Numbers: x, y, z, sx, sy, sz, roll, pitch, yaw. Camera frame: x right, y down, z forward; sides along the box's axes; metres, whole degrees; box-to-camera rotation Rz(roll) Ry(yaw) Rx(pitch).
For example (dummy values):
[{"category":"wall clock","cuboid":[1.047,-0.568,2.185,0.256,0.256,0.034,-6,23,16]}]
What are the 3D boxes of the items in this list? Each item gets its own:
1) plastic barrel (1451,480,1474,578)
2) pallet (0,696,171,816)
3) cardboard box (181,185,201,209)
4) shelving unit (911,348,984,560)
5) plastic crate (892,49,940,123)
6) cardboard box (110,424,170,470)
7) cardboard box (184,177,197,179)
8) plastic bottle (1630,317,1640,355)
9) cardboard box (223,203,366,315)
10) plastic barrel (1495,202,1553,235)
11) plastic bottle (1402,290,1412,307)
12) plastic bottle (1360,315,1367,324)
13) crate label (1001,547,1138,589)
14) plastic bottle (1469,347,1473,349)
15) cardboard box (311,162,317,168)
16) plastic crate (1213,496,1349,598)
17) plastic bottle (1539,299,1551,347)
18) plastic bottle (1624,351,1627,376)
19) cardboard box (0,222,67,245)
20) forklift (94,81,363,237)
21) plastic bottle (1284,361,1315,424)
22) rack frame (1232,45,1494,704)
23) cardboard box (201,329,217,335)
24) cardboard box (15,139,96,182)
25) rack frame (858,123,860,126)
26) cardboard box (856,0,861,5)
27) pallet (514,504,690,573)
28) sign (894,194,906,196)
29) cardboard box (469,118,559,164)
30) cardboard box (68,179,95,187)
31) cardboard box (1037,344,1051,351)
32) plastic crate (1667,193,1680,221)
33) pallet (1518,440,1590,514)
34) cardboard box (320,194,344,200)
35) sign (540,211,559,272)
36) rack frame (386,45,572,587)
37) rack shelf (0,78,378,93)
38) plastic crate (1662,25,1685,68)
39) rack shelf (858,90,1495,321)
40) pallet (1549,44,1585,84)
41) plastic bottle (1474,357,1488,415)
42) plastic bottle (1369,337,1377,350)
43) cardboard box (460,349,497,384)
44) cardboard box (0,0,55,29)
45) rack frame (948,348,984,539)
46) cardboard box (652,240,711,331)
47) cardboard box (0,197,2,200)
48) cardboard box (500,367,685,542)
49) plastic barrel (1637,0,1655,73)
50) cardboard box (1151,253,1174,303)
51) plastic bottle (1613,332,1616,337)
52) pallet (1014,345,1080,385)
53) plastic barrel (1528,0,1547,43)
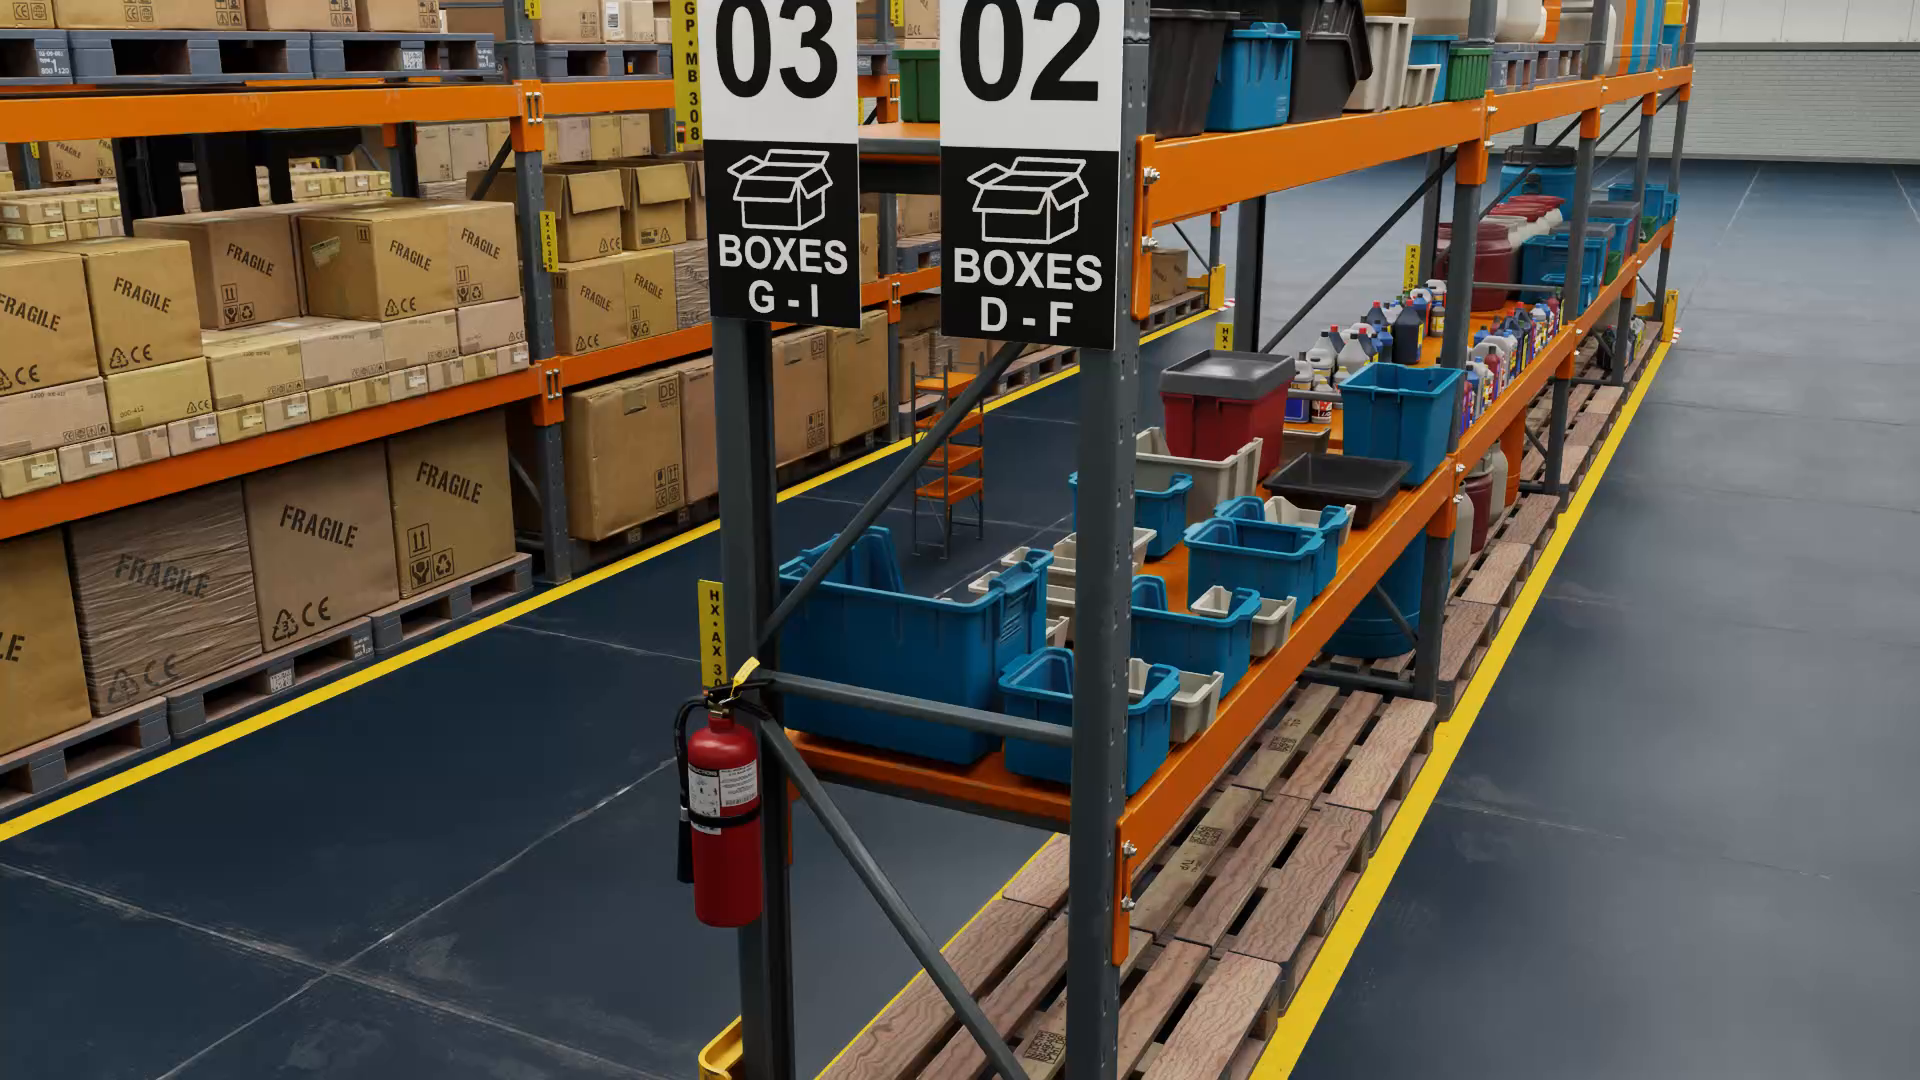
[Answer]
[{"category":"plastic barrel","cuboid":[2.597,-0.073,9.135,0.421,0.512,0.421,0,17,0]},{"category":"pallet","cuboid":[-4.241,0.896,7.136,1.003,0.211,1.213,8,18,25]},{"category":"cardboard box","cuboid":[-5.969,-2.640,12.803,0.380,0.149,0.250,9,19,27]},{"category":"shelving unit","cuboid":[-0.074,-0.533,10.212,0.258,1.200,0.503,8,18,25]},{"category":"plastic crate","cuboid":[0.088,-1.221,4.469,0.450,0.188,0.336,8,18,25]},{"category":"cardboard box","cuboid":[-3.617,-0.417,7.101,0.380,0.149,0.250,8,18,24]},{"category":"cardboard box","cuboid":[-6.195,-2.927,13.770,0.380,0.149,0.250,9,19,28]},{"category":"plastic bottle","cuboid":[6.271,-1.904,15.545,0.144,0.351,0.185,8,18,25]},{"category":"cardboard box","cuboid":[-3.411,-1.462,8.602,0.500,0.500,0.500,8,18,25]},{"category":"plastic barrel","cuboid":[4.313,-2.316,12.814,0.433,0.535,0.433,0,17,0]},{"category":"plastic bottle","cuboid":[2.688,-1.363,10.051,0.061,0.283,0.133,8,18,25]},{"category":"plastic bottle","cuboid":[2.192,-1.081,9.100,0.061,0.283,0.133,8,18,25]},{"category":"crate label","cuboid":[0.350,0.124,5.196,0.396,0.136,0.243,8,18,25]},{"category":"plastic bottle","cuboid":[2.635,-0.896,8.621,0.097,0.201,0.097,0,17,0]},{"category":"cardboard box","cuboid":[-8.056,-4.880,20.987,0.500,0.500,0.500,8,18,24]},{"category":"plastic crate","cuboid":[1.030,0.022,5.371,0.416,0.233,0.300,8,18,25]},{"category":"plastic bottle","cuboid":[3.420,-1.280,9.792,0.097,0.271,0.097,0,17,0]},{"category":"plastic bottle","cuboid":[5.799,-1.582,14.601,0.097,0.271,0.097,0,17,0]},{"category":"cardboard box","cuboid":[-6.545,-2.168,11.736,0.380,0.149,0.250,8,19,26]},{"category":"forklift","cuboid":[-4.592,-1.679,11.029,1.130,2.935,3.031,8,18,25]},{"category":"plastic bottle","cuboid":[1.577,-0.698,7.823,0.152,0.276,0.135,8,18,25]},{"category":"rack frame","cuboid":[1.690,-0.616,7.328,1.000,3.000,0.127,8,18,25]},{"category":"cardboard box","cuboid":[-3.866,-0.847,7.848,0.500,0.250,0.500,8,18,25]},{"category":"cardboard box","cuboid":[-9.411,-4.002,17.296,0.500,0.500,0.500,8,18,24]},{"category":"rack frame","cuboid":[-1.771,-4.959,21.952,1.000,3.000,0.127,8,18,25]},{"category":"cardboard box","cuboid":[-1.162,-3.789,11.825,0.797,0.503,0.637,9,19,29]},{"category":"pallet","cuboid":[-2.463,-0.115,10.541,1.003,0.211,1.213,8,18,25]},{"category":"sign","cuboid":[-0.455,-2.750,12.481,0.100,0.325,0.005,8,18,25]},{"category":"cardboard box","cuboid":[-4.456,-3.952,16.629,0.700,0.500,0.500,8,18,25]},{"category":"cardboard box","cuboid":[-9.351,-3.733,17.528,0.380,0.149,0.250,7,18,22]},{"category":"cardboard box","cuboid":[0.540,-2.142,16.087,0.700,0.500,0.500,7,18,21]},{"category":"plastic crate","cuboid":[7.096,-3.435,17.083,0.499,0.251,0.616,8,18,25]},{"category":"pallet","cuboid":[3.858,-0.490,11.804,1.003,0.211,1.213,8,18,25]},{"category":"cardboard box","cuboid":[-5.392,-2.825,13.950,0.380,0.149,0.250,9,19,27]},{"category":"sign","cuboid":[-2.244,-1.628,9.079,0.100,0.325,0.005,8,18,25]},{"category":"rack frame","cuboid":[-2.741,-1.246,9.450,1.000,3.000,0.127,8,18,25]},{"category":"rack shelf","cuboid":[-6.239,-3.505,13.052,1.077,0.370,4.000,8,18,25]},{"category":"plastic crate","cuboid":[6.470,-4.578,15.430,0.392,0.384,0.575,8,18,25]},{"category":"rack shelf","cuboid":[0.796,-1.199,5.289,1.077,0.370,4.000,8,18,25]},{"category":"pallet","cuboid":[3.048,-2.799,9.745,1.003,0.211,1.213,8,18,25]},{"category":"plastic bottle","cuboid":[2.478,-0.743,7.982,0.097,0.271,0.097,0,17,0]},{"category":"plastic bottle","cuboid":[2.086,-0.906,8.532,0.097,0.271,0.097,0,17,0]},{"category":"cardboard box","cuboid":[-2.699,-0.940,8.863,0.380,0.149,0.250,8,19,26]},{"category":"cardboard box","cuboid":[-3.984,-2.229,6.404,0.700,0.500,0.500,7,18,23]},{"category":"rack frame","cuboid":[0.035,-0.595,10.421,0.240,1.200,0.015,8,18,25]},{"category":"cardboard box","cuboid":[-1.864,-1.635,10.584,0.500,0.500,0.500,8,18,24]},{"category":"cardboard box","cuboid":[-7.128,-2.396,11.980,0.380,0.149,0.250,9,19,28]},{"category":"cardboard box","cuboid":[-2.473,-0.594,10.250,1.225,0.875,0.875,8,18,26]},{"category":"plastic barrel","cuboid":[4.940,-4.008,12.601,0.600,0.901,0.600,0,17,0]},{"category":"cardboard box","cuboid":[2.091,-2.992,18.982,0.500,0.500,0.500,14,22,40]},{"category":"plastic bottle","cuboid":[5.954,-1.761,15.206,0.097,0.271,0.097,0,17,0]},{"category":"pallet","cuboid":[0.487,-1.748,16.039,1.003,0.211,1.213,8,18,25]},{"category":"plastic barrel","cuboid":[3.130,-2.916,9.309,0.301,0.262,0.301,0,17,0]}]
